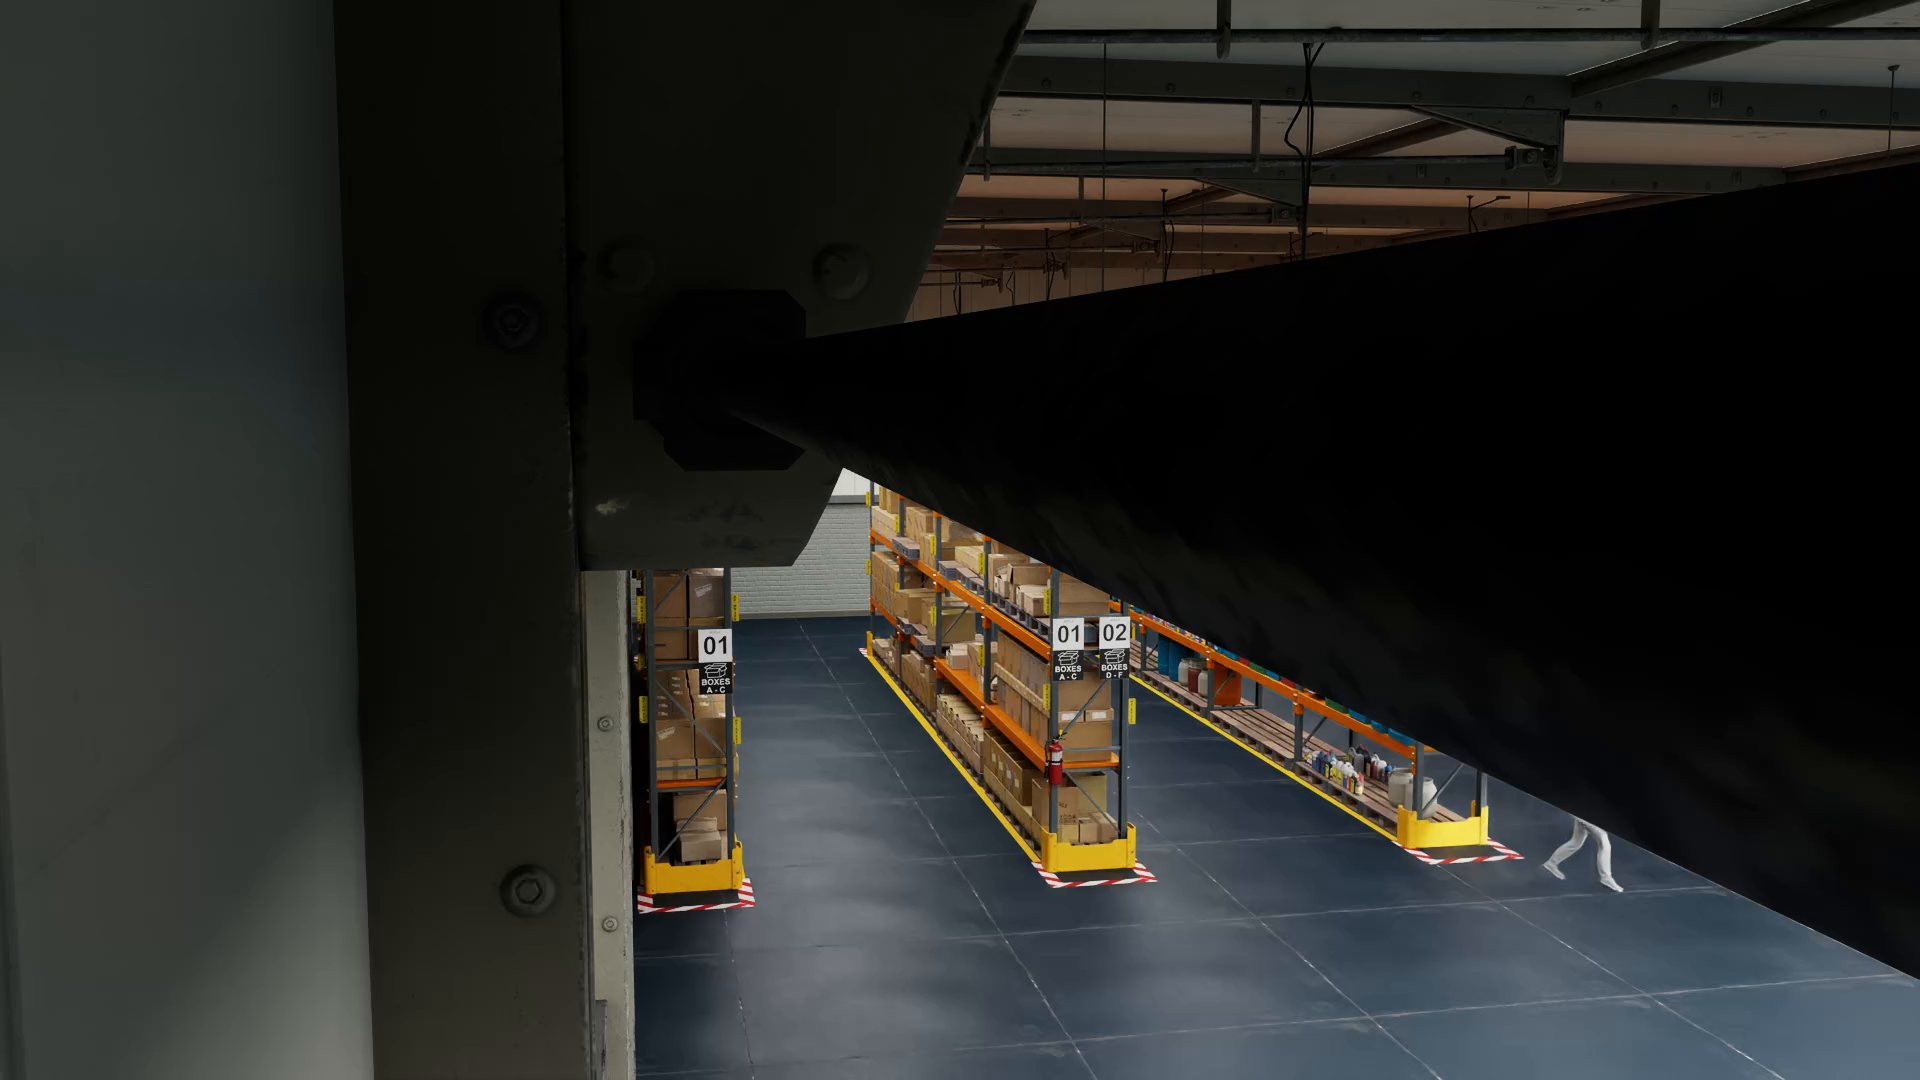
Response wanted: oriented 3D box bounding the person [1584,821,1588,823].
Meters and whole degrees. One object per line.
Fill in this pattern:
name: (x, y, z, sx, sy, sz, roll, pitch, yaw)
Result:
person: (7.729, 2.963, 20.150, 0.627, 0.848, 0.557, 1, 6, 14)
